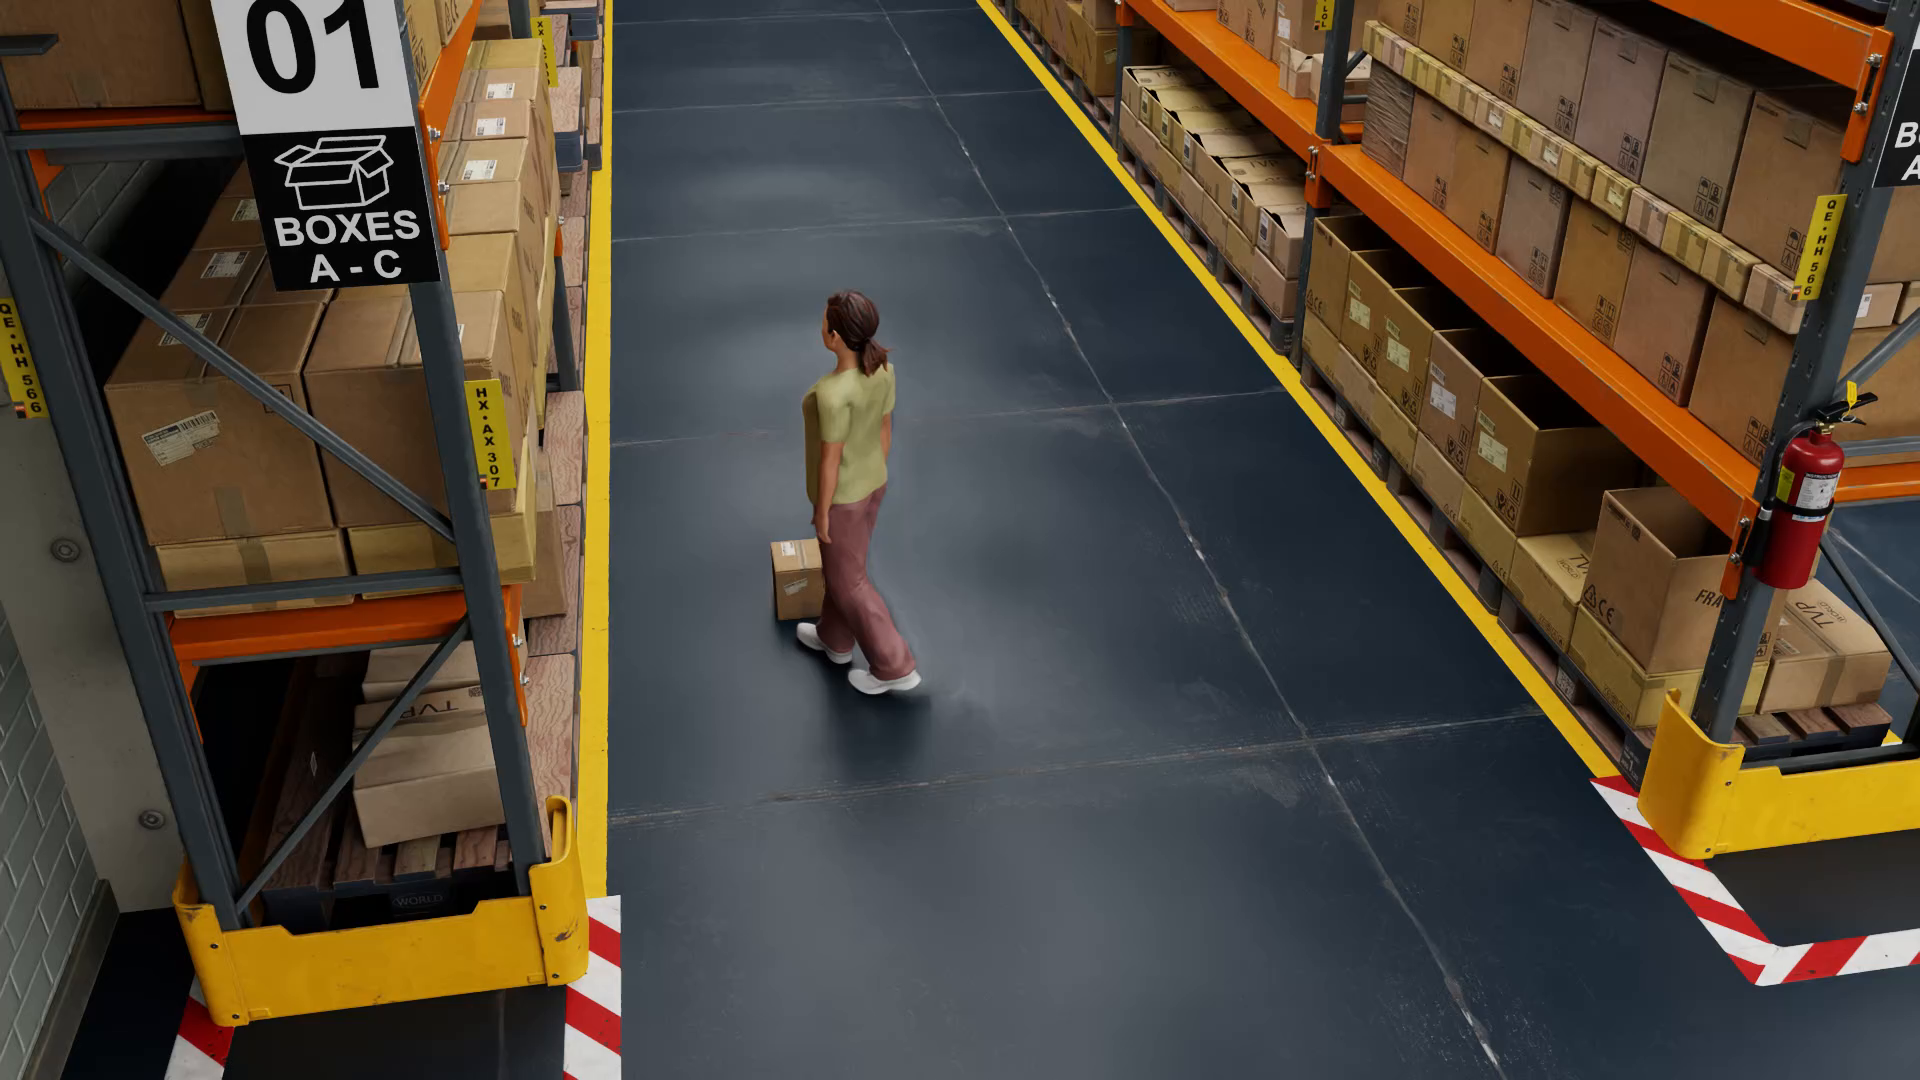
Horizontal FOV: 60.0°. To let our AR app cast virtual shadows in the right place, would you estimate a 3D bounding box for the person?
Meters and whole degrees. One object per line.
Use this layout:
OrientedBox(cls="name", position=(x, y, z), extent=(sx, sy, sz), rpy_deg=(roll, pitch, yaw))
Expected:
OrientedBox(cls="person", position=(-0.438, -0.180, 6.423), extent=(0.680, 1.661, 0.434), rpy_deg=(16, 34, 25))
